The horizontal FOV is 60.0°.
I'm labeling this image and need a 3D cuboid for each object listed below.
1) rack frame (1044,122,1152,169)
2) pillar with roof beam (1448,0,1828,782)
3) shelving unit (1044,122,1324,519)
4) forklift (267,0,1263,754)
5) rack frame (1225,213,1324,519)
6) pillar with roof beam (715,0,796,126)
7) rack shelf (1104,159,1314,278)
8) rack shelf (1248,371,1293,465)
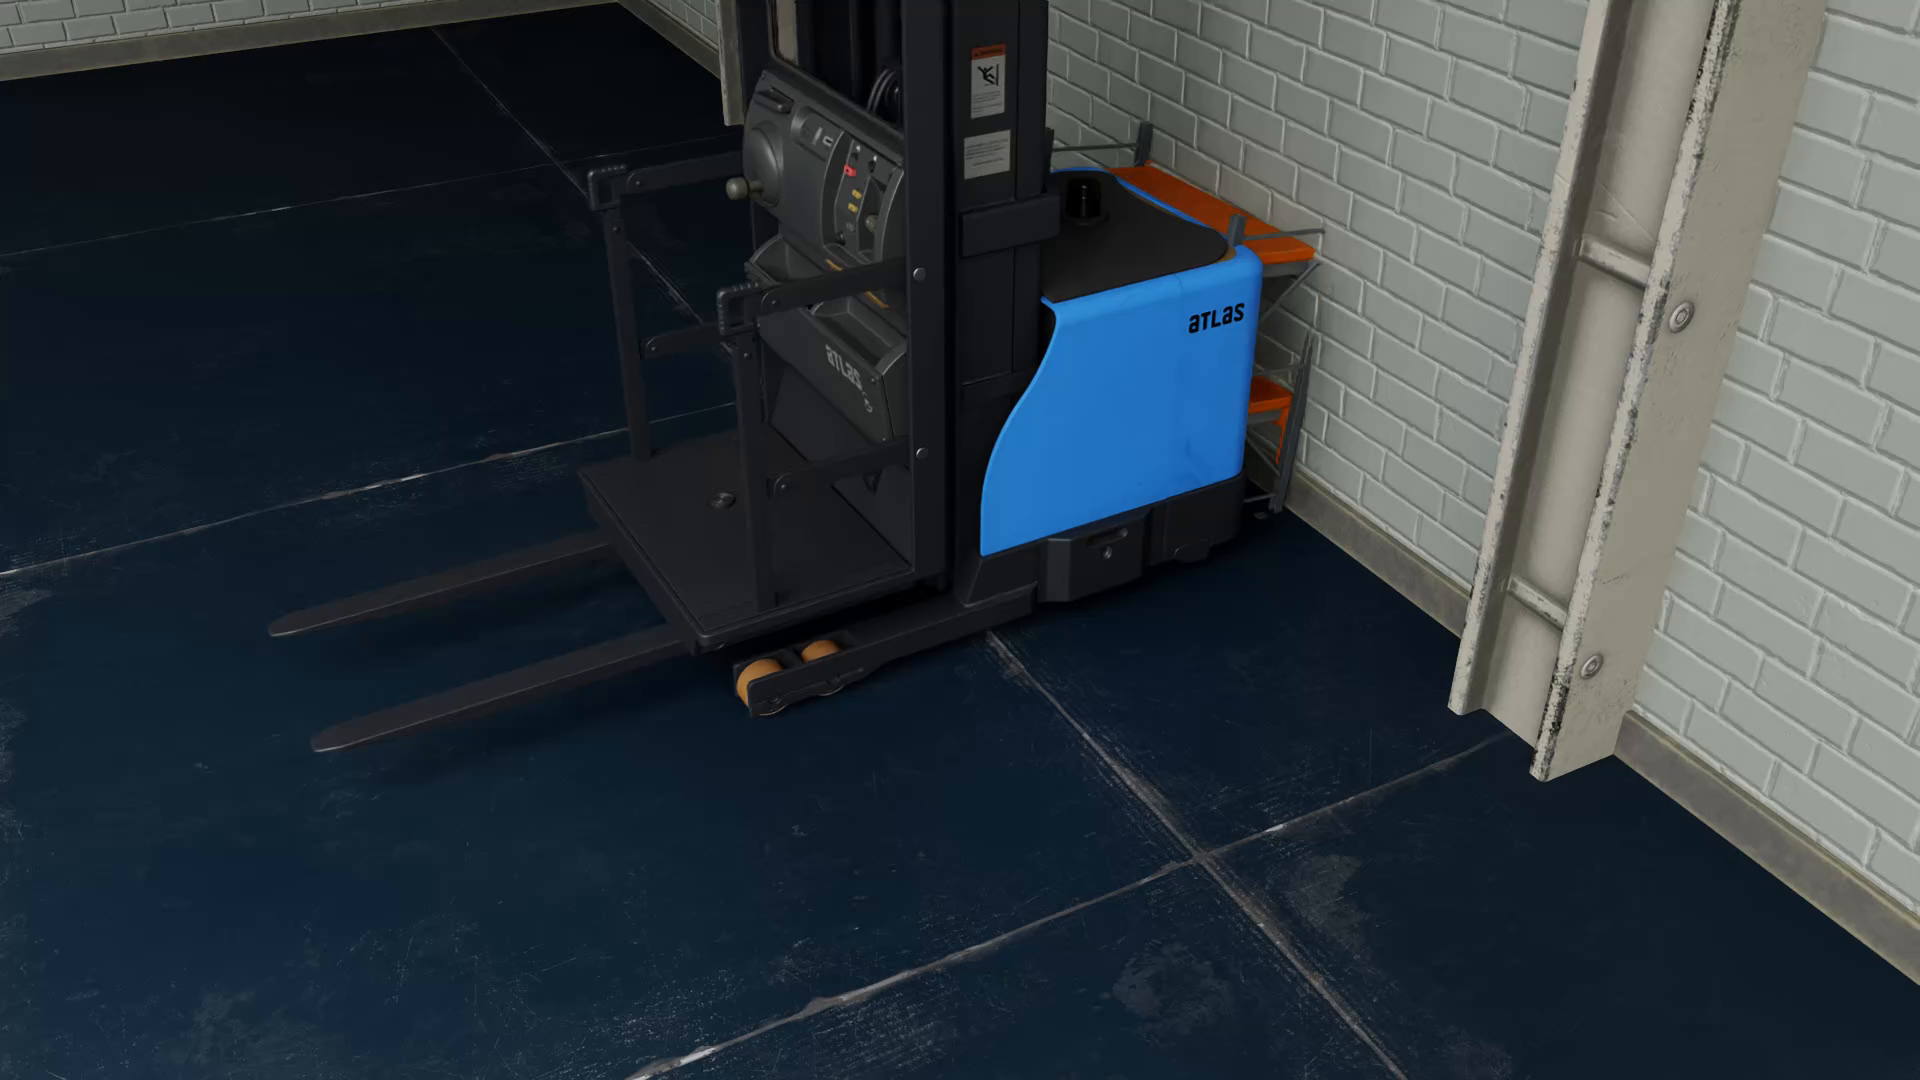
[{"bbox_3d":[0.437,-1.000,6.268,0.500,1.125,0.032,-12,33,-32],"label":"rack frame"},{"bbox_3d":[-2.124,-2.156,0.773,9.100,9.000,0.400,-16,36,-23],"label":"pillar with roof beam"},{"bbox_3d":[0.715,-0.776,5.906,0.538,1.125,1.048,-12,33,-32],"label":"shelving unit"},{"bbox_3d":[-0.578,-1.039,4.655,3.031,2.935,1.130,-17,36,-25],"label":"forklift"},{"bbox_3d":[0.993,-0.552,5.544,0.500,1.125,0.032,-12,33,-32],"label":"rack frame"},{"bbox_3d":[-4.922,-5.019,5.243,9.100,9.000,0.400,-16,36,-23],"label":"pillar with roof beam"},{"bbox_3d":[0.747,-1.034,5.771,0.538,0.278,1.000,-12,33,-32],"label":"rack shelf"},{"bbox_3d":[0.688,-0.561,6.018,0.538,0.278,1.000,-12,33,-32],"label":"rack shelf"}]
